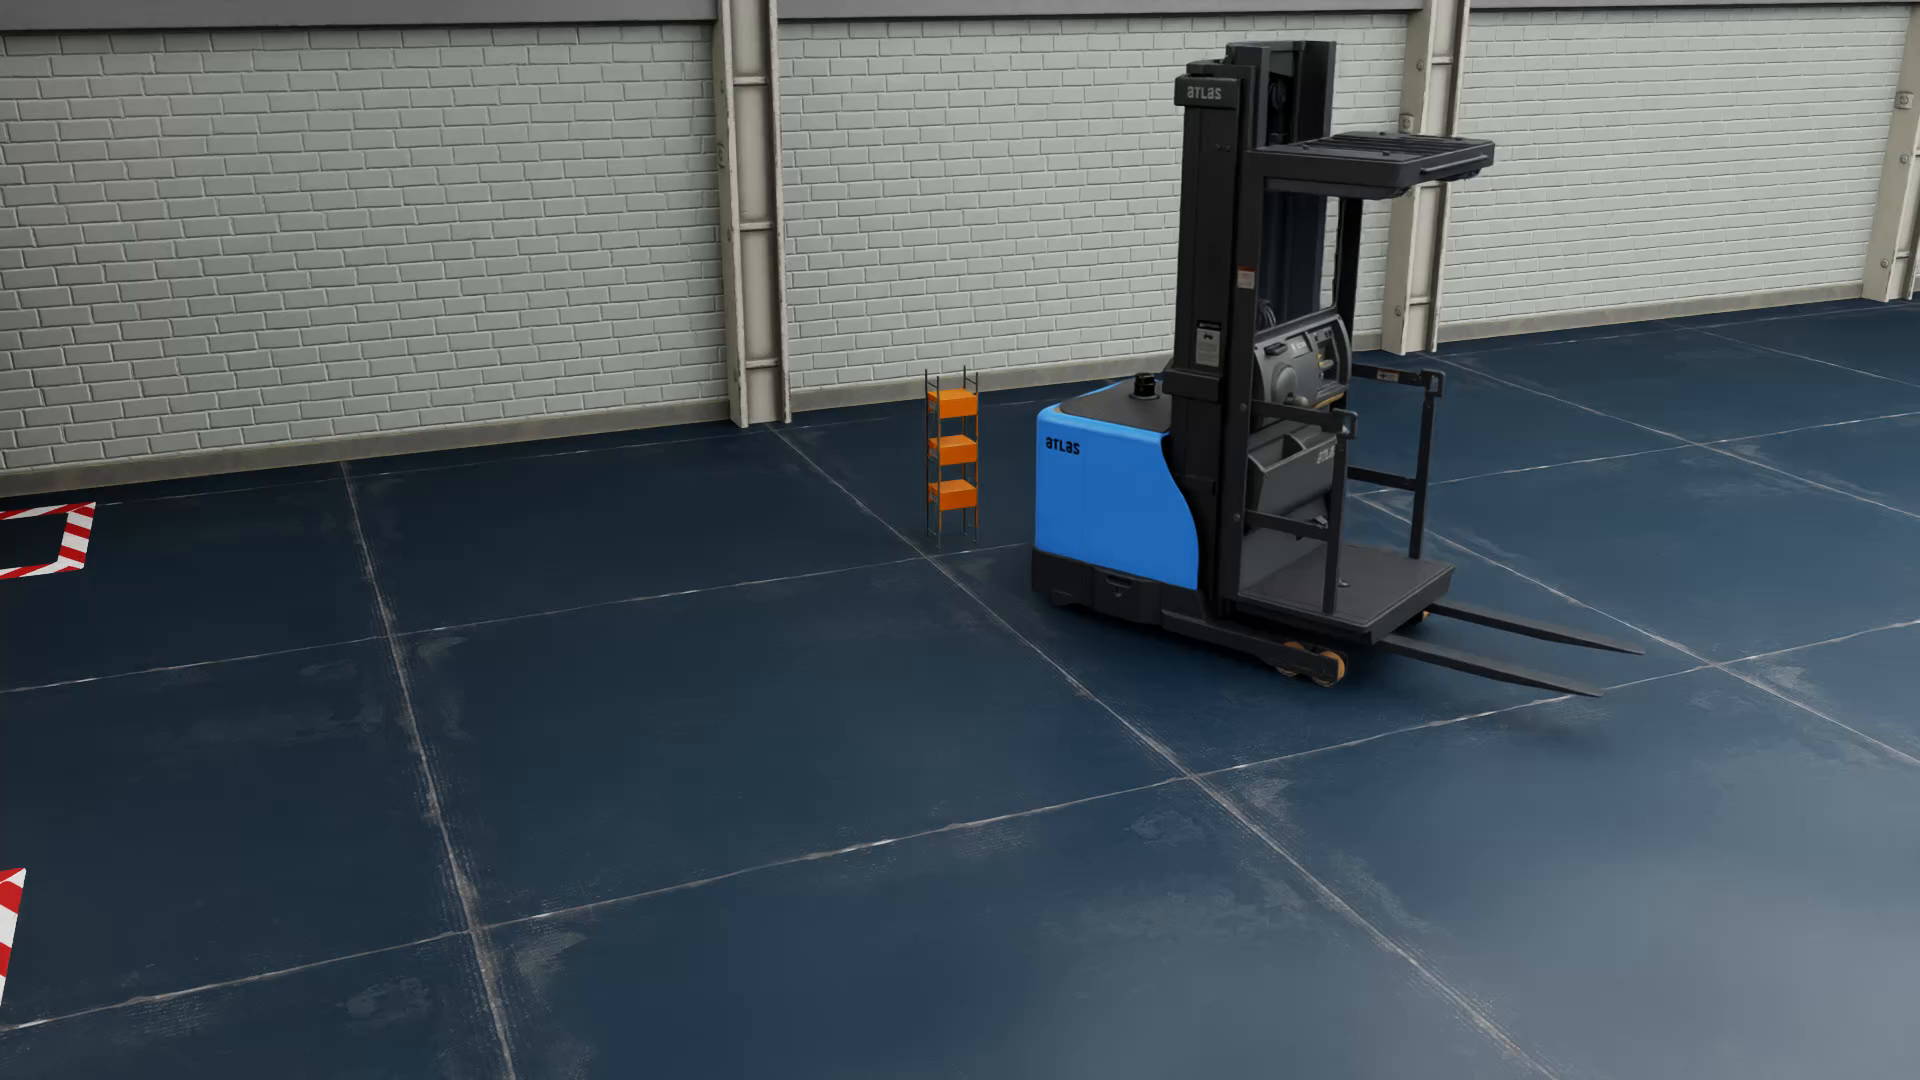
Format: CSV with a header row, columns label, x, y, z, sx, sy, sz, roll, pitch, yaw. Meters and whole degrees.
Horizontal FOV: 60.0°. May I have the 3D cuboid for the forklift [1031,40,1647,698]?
label,x,y,z,sx,sy,sz,roll,pitch,yaw
forklift,1.860,-0.876,8.096,3.031,2.935,1.130,15,24,36

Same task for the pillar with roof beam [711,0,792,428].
label,x,y,z,sx,sy,sz,roll,pitch,yaw
pillar with roof beam,0.193,-3.840,7.380,0.400,9.000,9.100,-8,21,-22

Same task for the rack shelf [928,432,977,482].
label,x,y,z,sx,sy,sz,roll,pitch,yaw
rack shelf,-0.049,-0.478,9.831,0.240,0.259,0.215,-8,21,-22

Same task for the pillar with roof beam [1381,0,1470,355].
label,x,y,z,sx,sy,sz,roll,pitch,yaw
pillar with roof beam,5.702,-4.630,9.621,0.400,9.000,9.100,-8,21,-22

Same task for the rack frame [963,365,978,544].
label,x,y,z,sx,sy,sz,roll,pitch,yaw
rack frame,0.063,-0.504,9.873,0.008,1.050,0.200,-8,21,-22

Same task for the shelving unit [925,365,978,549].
label,x,y,z,sx,sy,sz,roll,pitch,yaw
shelving unit,-0.049,-0.488,9.828,0.252,1.050,0.215,-8,21,-22

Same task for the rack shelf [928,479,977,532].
label,x,y,z,sx,sy,sz,roll,pitch,yaw
rack shelf,-0.049,-0.216,9.923,0.240,0.259,0.215,-8,21,-22

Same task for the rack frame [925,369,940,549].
label,x,y,z,sx,sy,sz,roll,pitch,yaw
rack frame,-0.161,-0.472,9.782,0.008,1.050,0.200,-8,21,-22

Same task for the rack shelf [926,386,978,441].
label,x,y,z,sx,sy,sz,roll,pitch,yaw
rack shelf,-0.049,-0.746,9.737,0.240,0.259,0.215,-8,21,-22

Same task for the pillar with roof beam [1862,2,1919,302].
label,x,y,z,sx,sy,sz,roll,pitch,yaw
pillar with roof beam,11.212,-5.419,11.863,0.400,9.000,9.100,-8,21,-22
